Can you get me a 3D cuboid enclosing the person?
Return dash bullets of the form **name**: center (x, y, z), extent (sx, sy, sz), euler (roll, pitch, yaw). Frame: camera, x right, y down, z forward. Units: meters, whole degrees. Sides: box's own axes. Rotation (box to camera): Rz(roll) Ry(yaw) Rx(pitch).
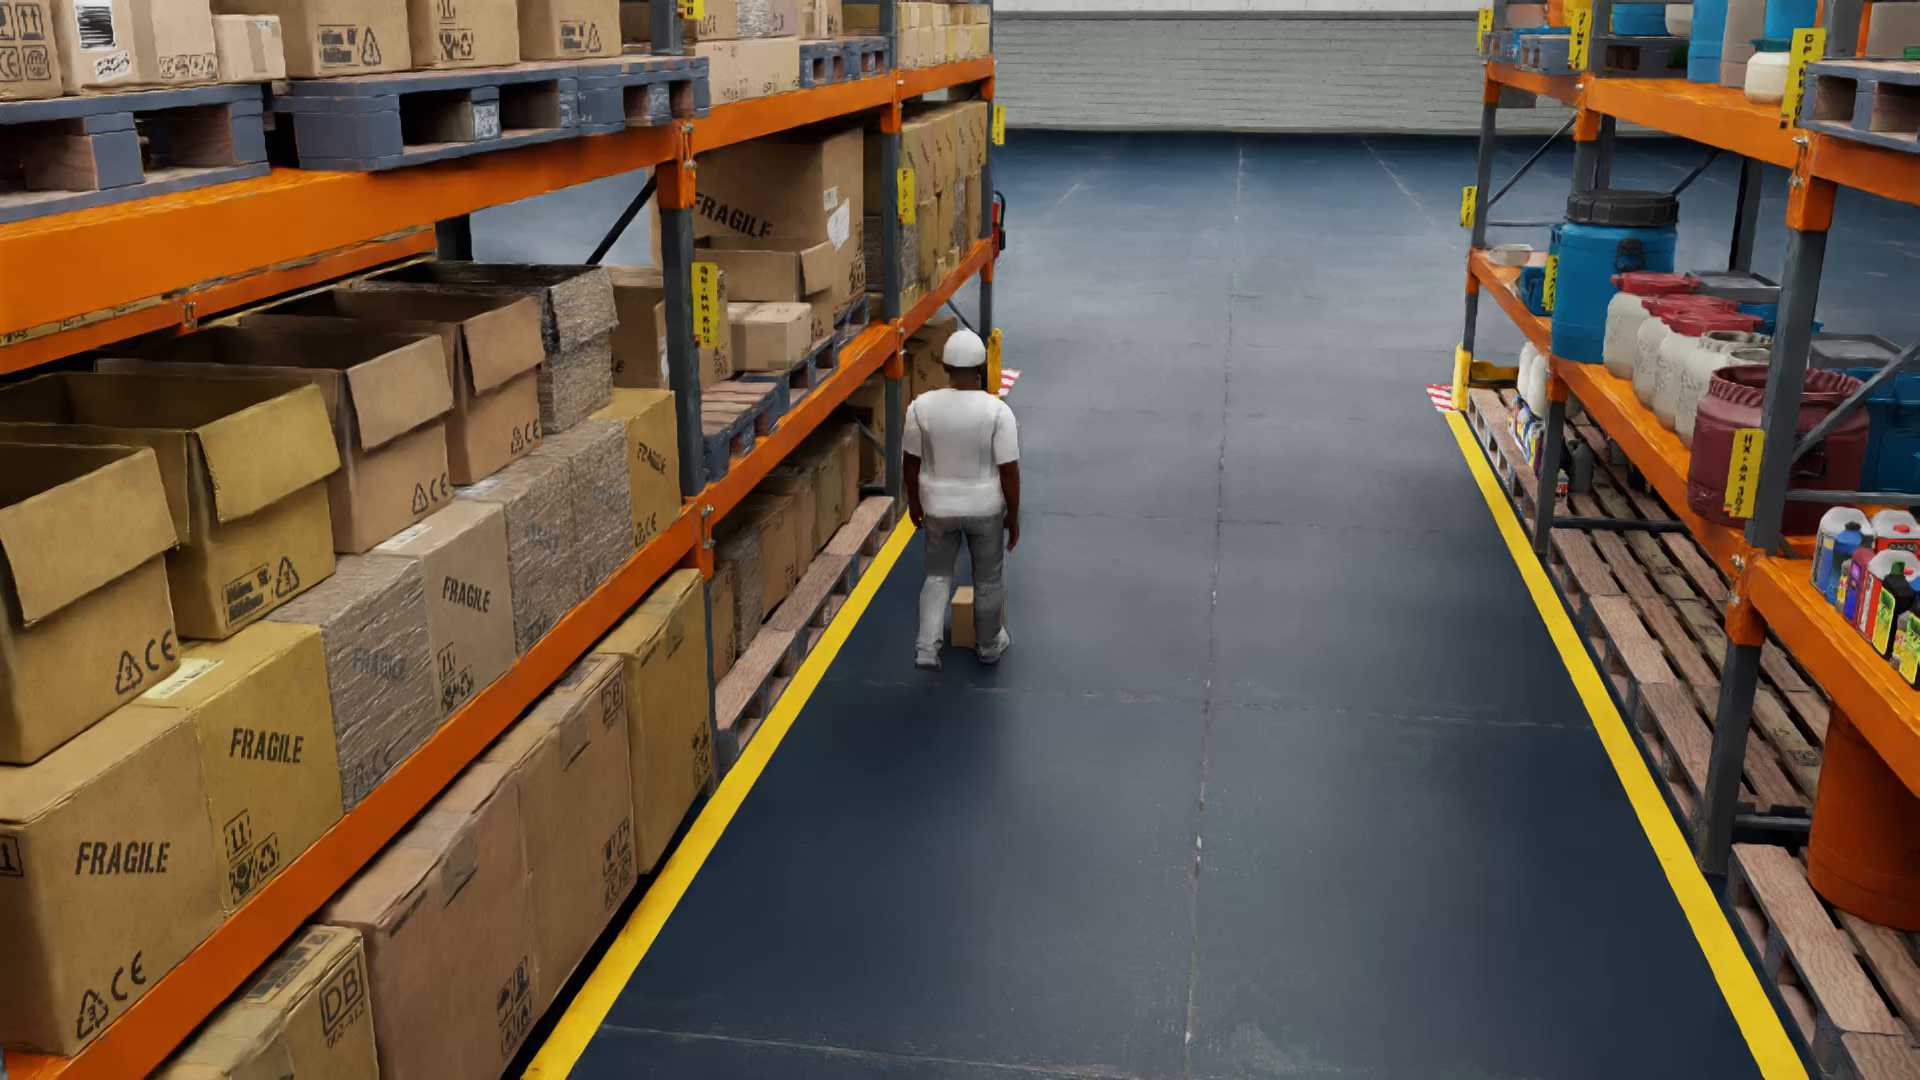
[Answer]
- **person**: center (0.017, -0.172, 8.076), extent (0.578, 1.752, 0.819), euler (3, 18, 9)
